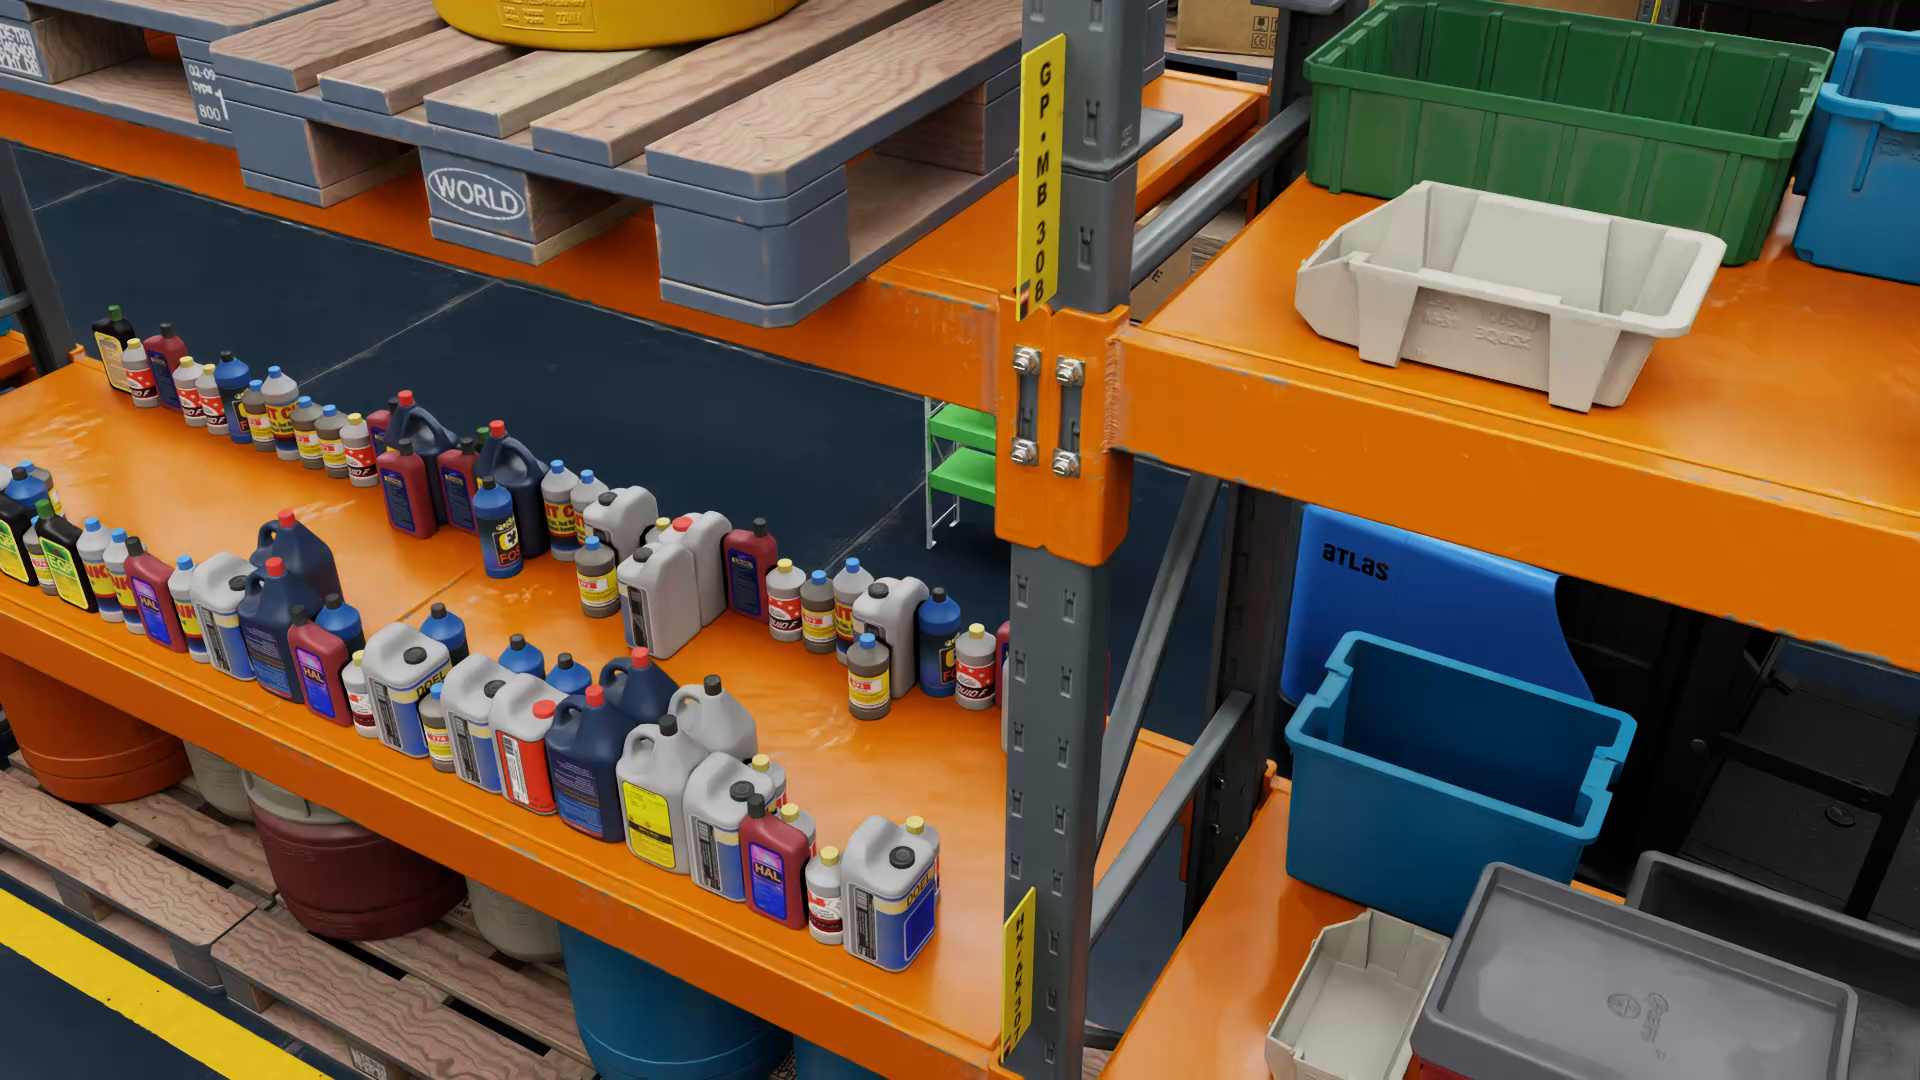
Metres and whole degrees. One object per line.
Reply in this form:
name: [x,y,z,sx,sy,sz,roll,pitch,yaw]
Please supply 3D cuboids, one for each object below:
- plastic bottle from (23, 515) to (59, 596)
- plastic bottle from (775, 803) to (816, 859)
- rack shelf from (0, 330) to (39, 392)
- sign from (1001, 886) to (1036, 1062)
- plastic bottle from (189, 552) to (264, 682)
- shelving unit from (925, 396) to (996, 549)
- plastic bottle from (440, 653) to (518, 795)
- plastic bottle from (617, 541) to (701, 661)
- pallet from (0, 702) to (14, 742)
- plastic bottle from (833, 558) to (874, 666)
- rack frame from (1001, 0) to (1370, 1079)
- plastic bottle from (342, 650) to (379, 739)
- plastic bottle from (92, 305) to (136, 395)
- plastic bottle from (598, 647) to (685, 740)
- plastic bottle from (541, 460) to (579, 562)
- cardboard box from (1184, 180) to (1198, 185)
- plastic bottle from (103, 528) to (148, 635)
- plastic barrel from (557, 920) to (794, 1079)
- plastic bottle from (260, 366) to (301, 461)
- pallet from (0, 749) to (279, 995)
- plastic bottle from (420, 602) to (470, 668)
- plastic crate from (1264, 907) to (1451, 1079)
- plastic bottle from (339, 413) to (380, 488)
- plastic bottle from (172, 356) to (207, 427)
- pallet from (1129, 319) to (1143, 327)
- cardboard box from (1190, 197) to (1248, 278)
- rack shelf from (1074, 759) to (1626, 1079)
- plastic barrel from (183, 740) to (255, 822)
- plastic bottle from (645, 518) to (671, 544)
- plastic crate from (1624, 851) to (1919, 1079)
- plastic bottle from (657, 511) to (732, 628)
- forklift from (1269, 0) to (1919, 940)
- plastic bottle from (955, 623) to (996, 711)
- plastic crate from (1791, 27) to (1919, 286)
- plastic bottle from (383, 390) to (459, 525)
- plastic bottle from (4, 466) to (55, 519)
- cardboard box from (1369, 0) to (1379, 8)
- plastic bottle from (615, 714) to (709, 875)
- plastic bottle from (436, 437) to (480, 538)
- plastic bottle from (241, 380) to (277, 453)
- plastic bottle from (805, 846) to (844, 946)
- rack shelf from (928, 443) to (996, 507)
plastic bottle: [-2.283,0.031,4.176,0.097,0.201,0.097,0,34,0]
plastic bottle: [-0.333,0.610,3.307,0.097,0.201,0.097,0,34,0]
rack shelf: [-4.840,-0.786,5.873,4.000,0.370,1.077,18,37,24]
sign: [0.095,0.714,2.722,0.005,0.325,0.100,18,37,24]
plastic bottle: [-1.684,0.173,3.897,0.135,0.276,0.152,18,37,24]
shelving unit: [0.144,-0.454,6.349,0.503,1.200,0.258,18,37,24]
plastic bottle: [-1.005,0.388,3.574,0.135,0.276,0.152,18,37,24]
plastic bottle: [-0.723,0.125,3.969,0.135,0.276,0.152,18,37,24]
pallet: [-3.757,0.394,5.968,1.213,0.211,1.003,18,37,24]
plastic bottle: [-0.248,0.162,3.916,0.097,0.271,0.097,0,34,0]
rack frame: [0.369,0.565,3.195,0.127,3.000,1.000,18,37,24]
plastic bottle: [-1.321,0.336,3.718,0.097,0.201,0.097,0,34,0]
plastic bottle: [-2.541,-0.581,5.021,0.133,0.283,0.061,18,37,24]
plastic bottle: [-0.680,0.370,3.533,0.185,0.351,0.144,18,37,24]
plastic bottle: [-1.020,-0.082,4.283,0.097,0.271,0.097,0,34,0]
cardboard box: [1.227,-1.935,8.132,0.500,0.250,0.500,17,37,24]
plastic bottle: [-1.999,0.092,4.021,0.097,0.271,0.097,0,34,0]
plastic barrel: [-0.709,0.911,4.190,0.708,0.901,0.600,18,37,24]
plastic bottle: [-1.911,-0.364,4.707,0.097,0.271,0.097,0,34,0]
pallet: [-2.398,0.822,5.325,1.213,0.211,1.003,18,37,24]
plastic bottle: [-1.161,0.261,3.768,0.097,0.271,0.097,0,34,0]
plastic crate: [0.703,0.847,2.956,0.243,0.136,0.396,18,37,24]
plastic bottle: [-1.657,-0.255,4.606,0.097,0.201,0.097,0,34,0]
plastic bottle: [-2.249,-0.442,4.887,0.097,0.201,0.097,0,34,0]
pallet: [1.042,-1.197,8.358,1.213,0.211,1.003,18,37,24]
cardboard box: [1.400,-1.236,7.758,0.500,0.500,0.500,18,38,25]
rack shelf: [2.106,1.414,2.569,4.000,0.370,1.077,18,37,24]
plastic barrel: [-2.136,0.564,5.062,0.421,0.512,0.421,0,34,0]
plastic bottle: [-0.734,0.037,4.167,0.097,0.201,0.097,0,34,0]
plastic crate: [1.475,0.833,2.987,0.590,0.125,0.437,18,37,24]
plastic bottle: [-0.647,0.051,4.078,0.135,0.276,0.152,18,37,24]
forklift: [2.527,-0.199,4.404,3.031,2.935,1.130,22,39,29]
plastic bottle: [0.038,0.282,3.800,0.097,0.201,0.097,0,34,0]
plastic crate: [1.318,-0.517,2.265,0.300,0.233,0.416,18,37,24]
plastic bottle: [-1.431,-0.230,4.434,0.185,0.351,0.144,18,37,24]
plastic bottle: [-2.369,-0.064,4.256,0.097,0.271,0.097,0,34,0]
cardboard box: [1.902,-2.431,7.225,0.500,0.500,0.700,24,41,32]
plastic bottle: [-0.591,0.490,3.352,0.185,0.351,0.144,18,37,24]
plastic bottle: [-1.302,-0.149,4.373,0.133,0.283,0.061,18,37,24]
plastic bottle: [-1.996,-0.362,4.767,0.097,0.201,0.097,0,34,0]
plastic bottle: [-0.247,0.676,3.208,0.097,0.201,0.097,0,34,0]
rack shelf: [0.144,-0.201,6.518,0.480,0.148,0.258,18,37,24]
